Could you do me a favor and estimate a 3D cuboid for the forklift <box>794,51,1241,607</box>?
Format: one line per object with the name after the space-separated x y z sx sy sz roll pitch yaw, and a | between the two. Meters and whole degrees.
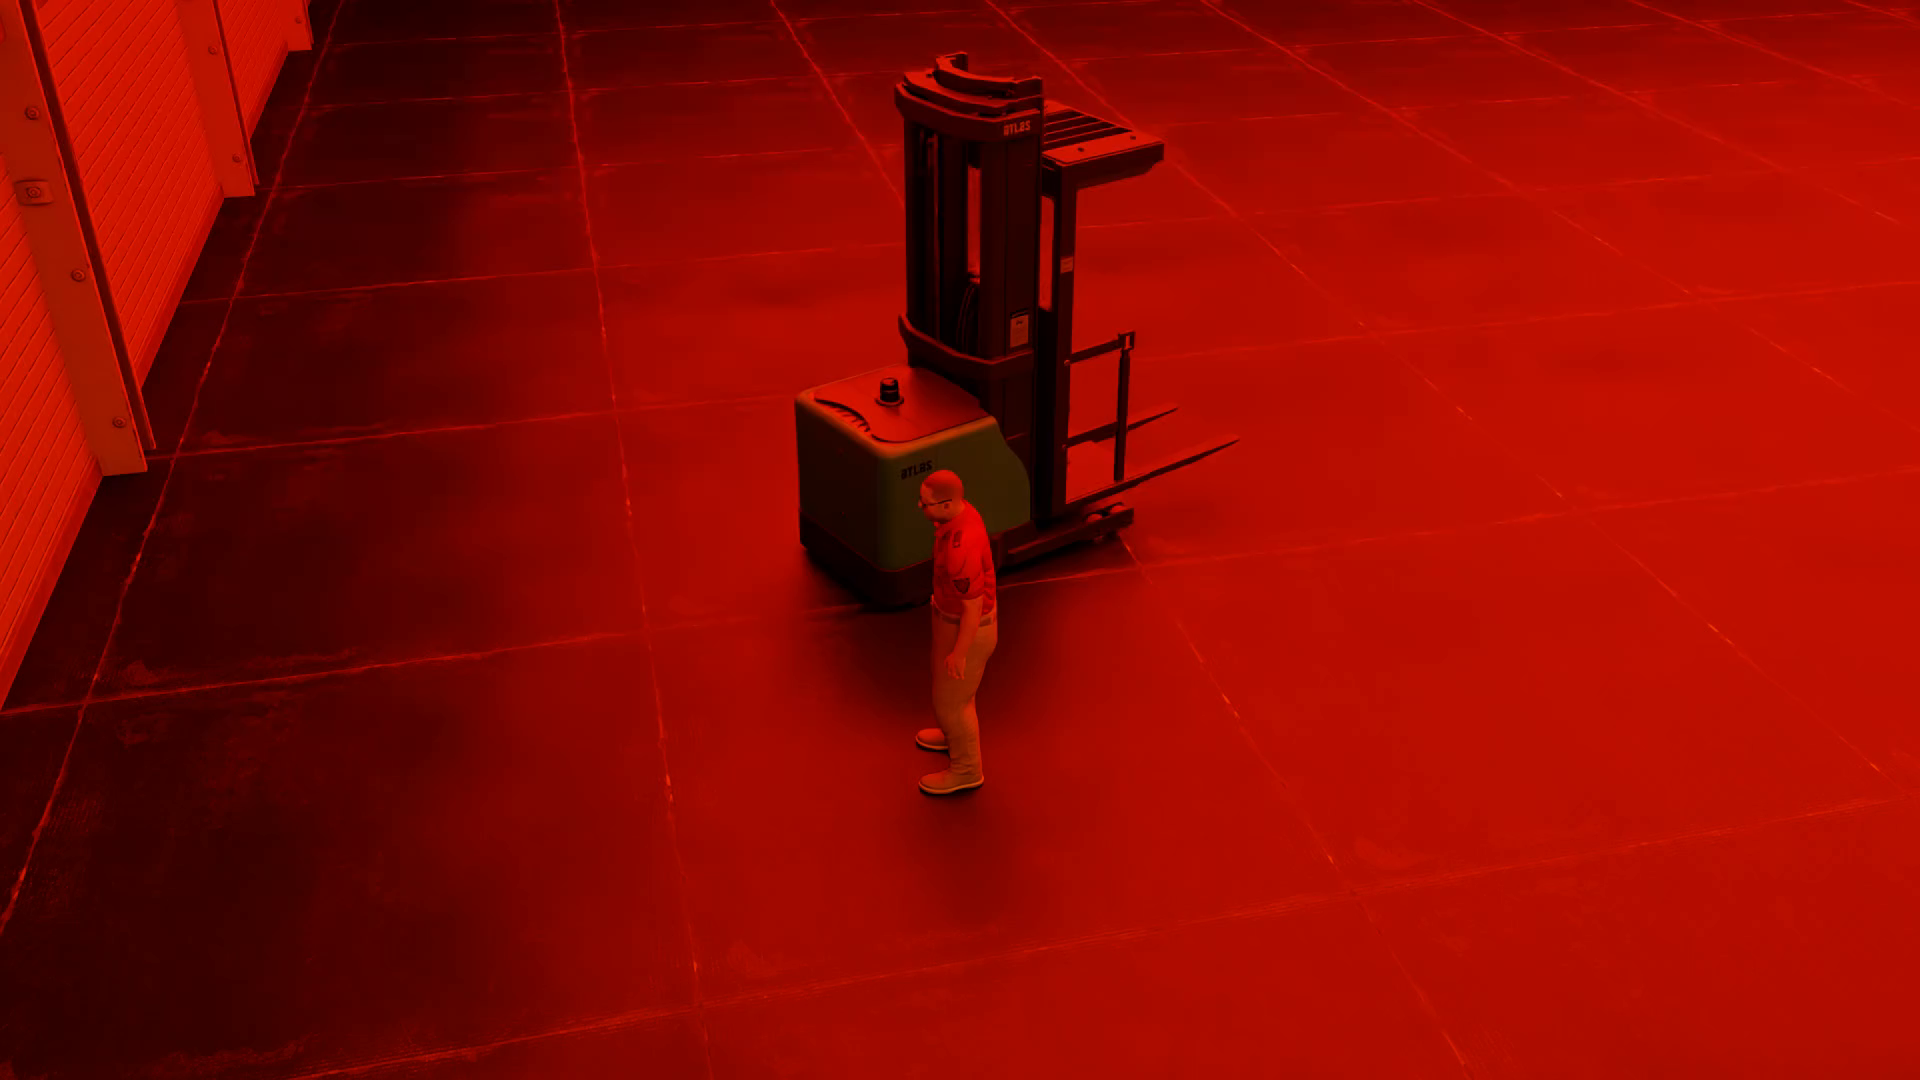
0.488 -1.457 10.091 3.031 2.935 1.130 -20 36 -31 | forklift

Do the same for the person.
-0.021 0.422 8.048 0.396 1.725 0.589 -1 30 -3 | person
